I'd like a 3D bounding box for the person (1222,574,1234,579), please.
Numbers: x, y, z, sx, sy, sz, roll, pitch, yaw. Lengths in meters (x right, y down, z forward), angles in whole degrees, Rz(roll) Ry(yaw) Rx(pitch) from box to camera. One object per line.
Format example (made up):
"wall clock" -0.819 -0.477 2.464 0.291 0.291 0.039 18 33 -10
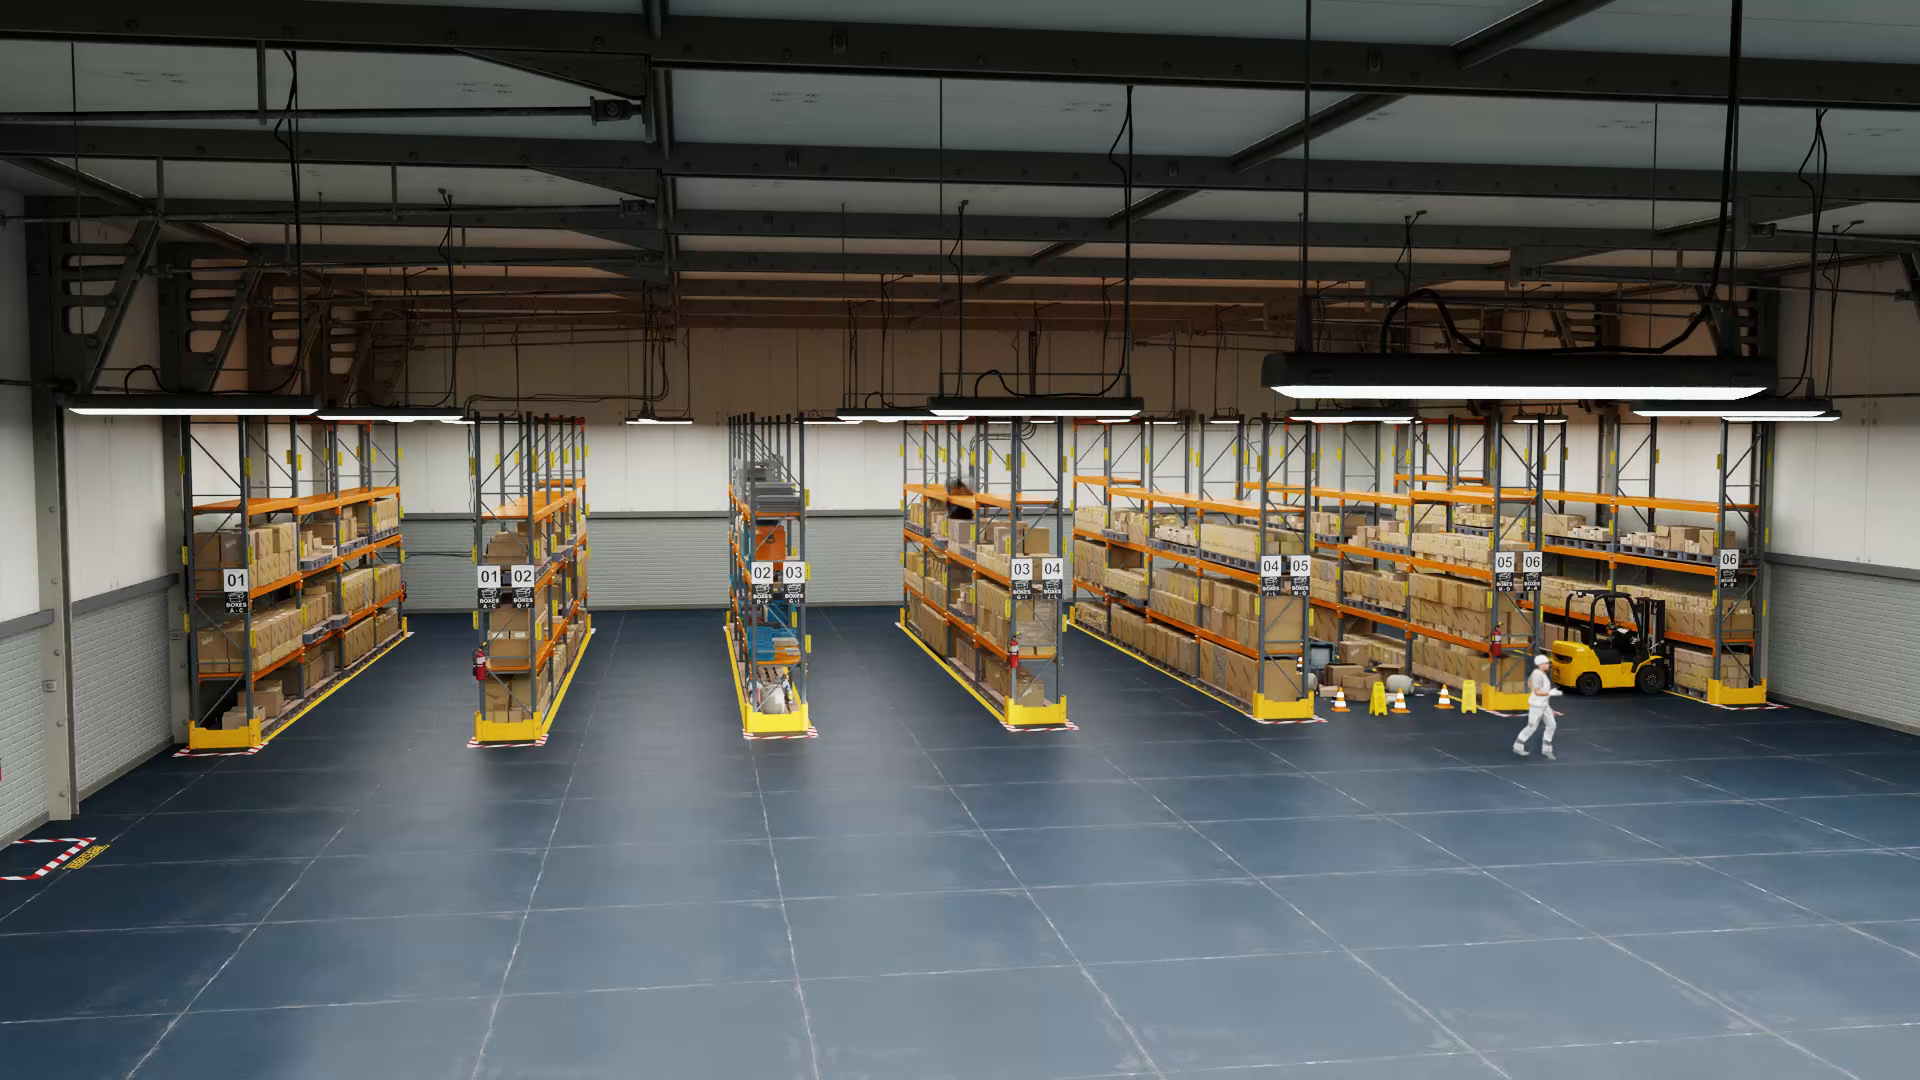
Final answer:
"person" 8.335 1.389 50.751 0.889 1.790 0.705 1 4 12

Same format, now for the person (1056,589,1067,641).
"person" 2.615 1.847 44.757 0.557 1.682 0.894 0 4 -1

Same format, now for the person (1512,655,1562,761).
"person" 9.958 2.893 28.611 0.828 1.846 0.600 3 5 34
